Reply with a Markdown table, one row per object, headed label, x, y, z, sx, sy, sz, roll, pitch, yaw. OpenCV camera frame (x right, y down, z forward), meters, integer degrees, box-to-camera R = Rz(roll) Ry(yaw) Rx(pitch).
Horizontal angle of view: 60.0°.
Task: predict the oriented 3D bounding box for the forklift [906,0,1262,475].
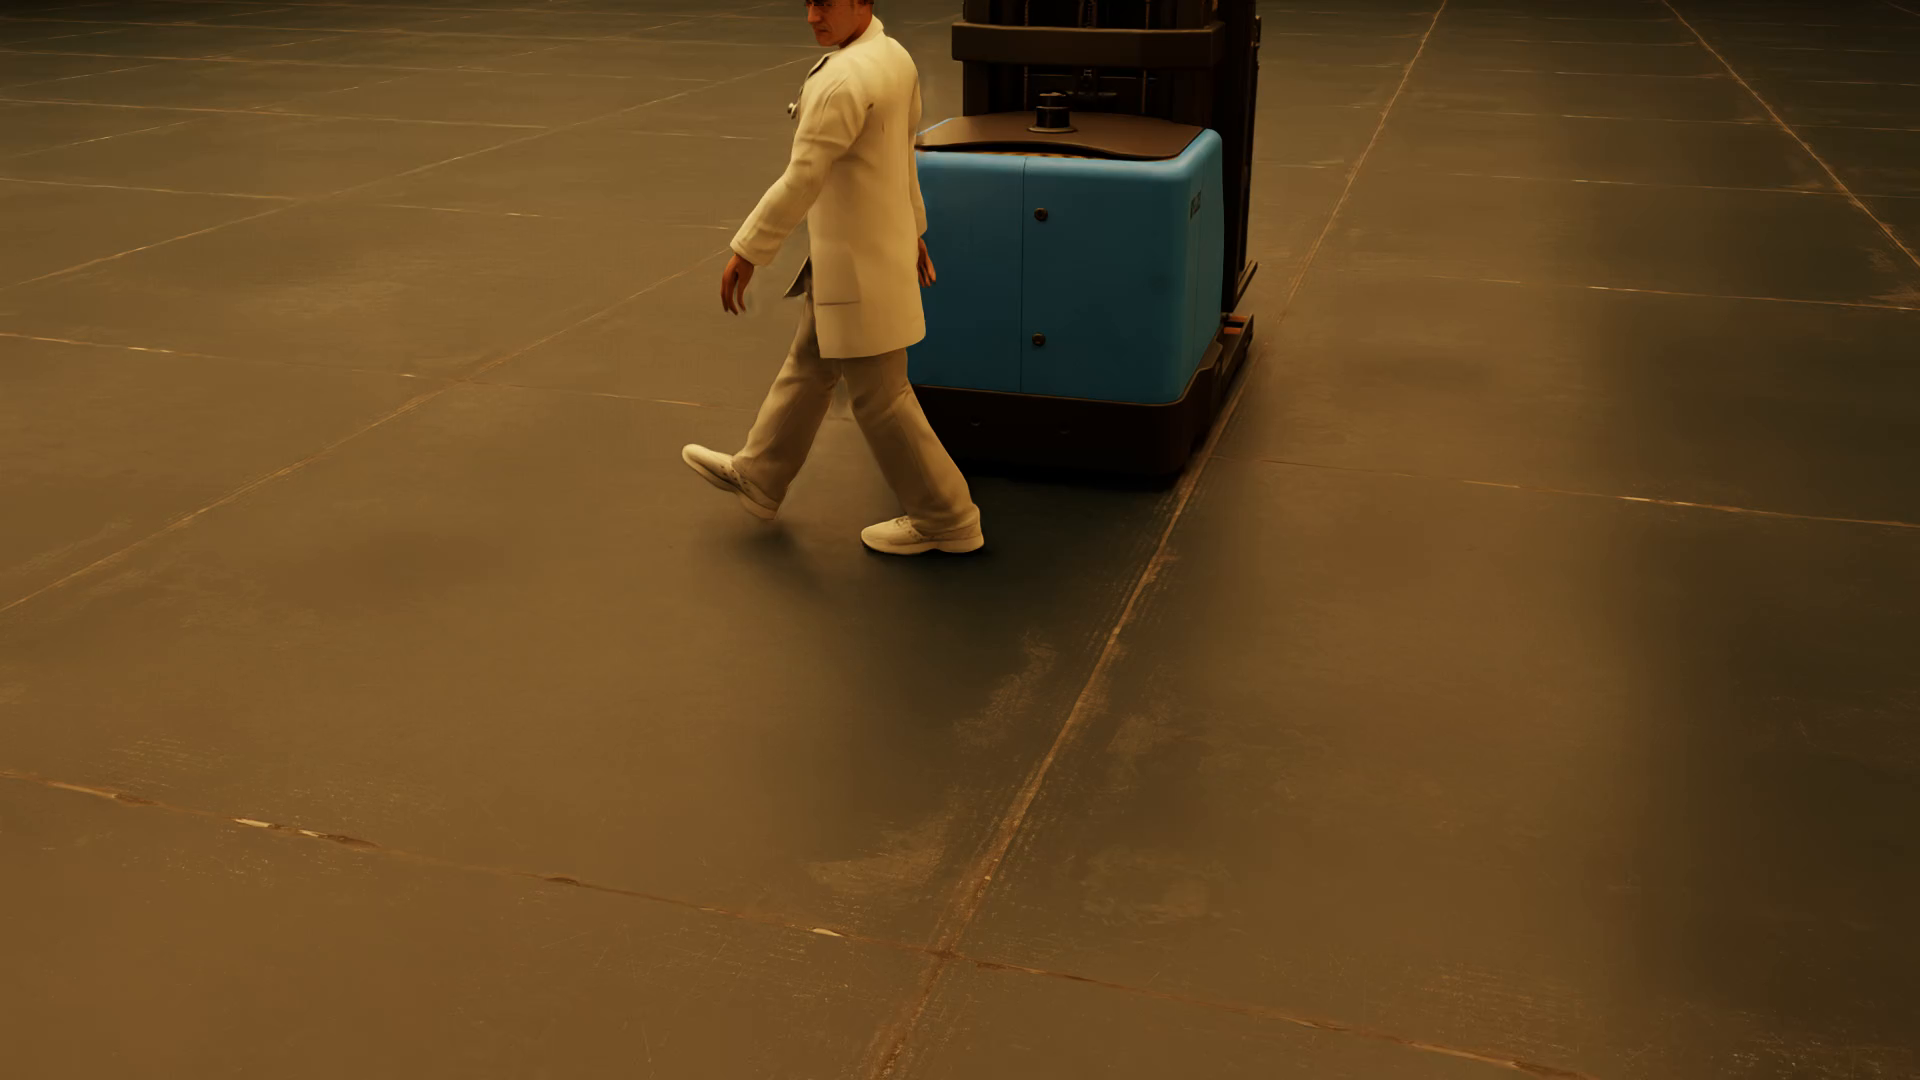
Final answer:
| label | x | y | z | sx | sy | sz | roll | pitch | yaw |
| --- | --- | --- | --- | --- | --- | --- | --- | --- | --- |
| forklift | 0.615 | -2.100 | 6.367 | 1.130 | 2.935 | 3.031 | 6 | 23 | 15 |

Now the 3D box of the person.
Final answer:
| label | x | y | z | sx | sy | sz | roll | pitch | yaw |
| --- | --- | --- | --- | --- | --- | --- | --- | --- | --- |
| person | -0.405 | -0.812 | 4.880 | 0.992 | 1.692 | 0.741 | 3 | 23 | 6 |
